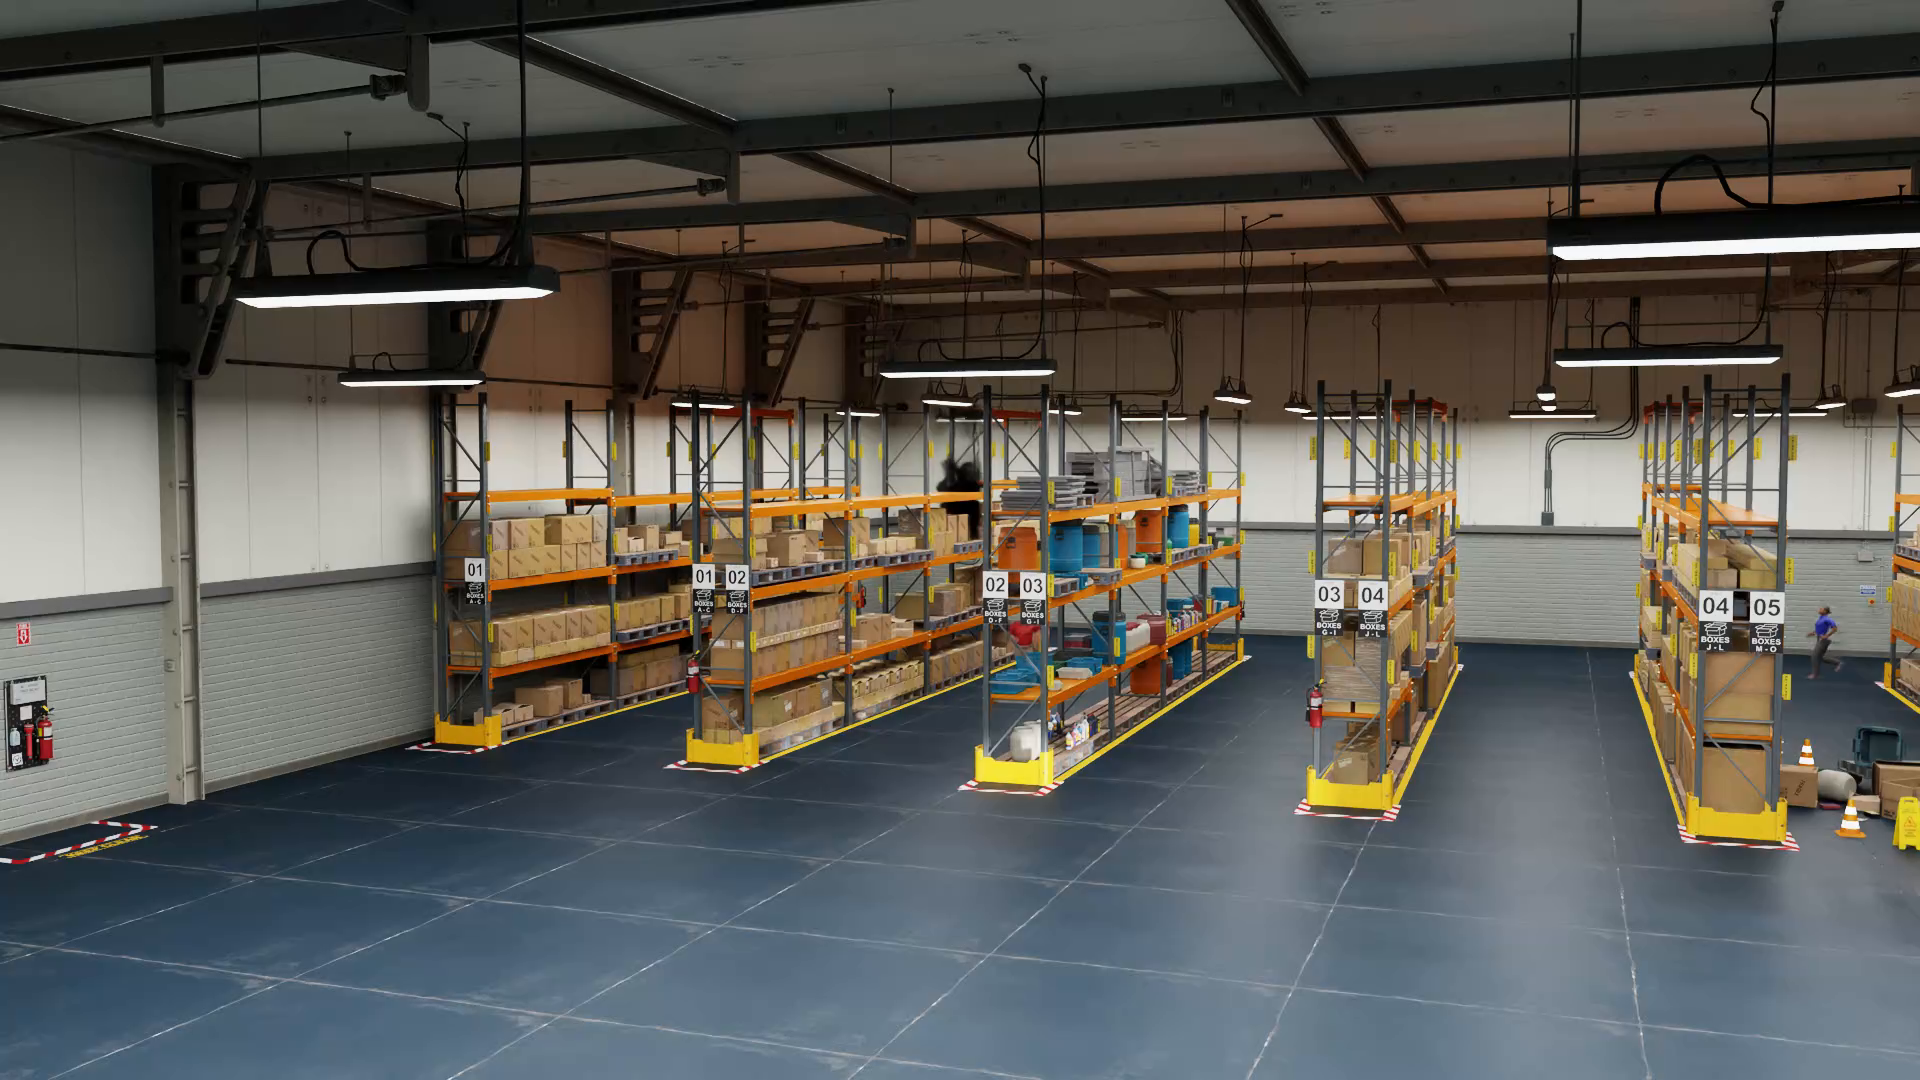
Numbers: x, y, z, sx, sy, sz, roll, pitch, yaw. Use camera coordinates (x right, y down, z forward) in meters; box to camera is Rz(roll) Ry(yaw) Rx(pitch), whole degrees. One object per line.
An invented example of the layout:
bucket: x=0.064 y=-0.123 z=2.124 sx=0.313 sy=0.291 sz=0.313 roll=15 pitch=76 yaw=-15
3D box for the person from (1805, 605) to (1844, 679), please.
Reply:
person: x=19.069 y=2.252 z=36.627 sx=0.791 sy=1.649 sz=0.578 roll=1 pitch=3 yaw=12

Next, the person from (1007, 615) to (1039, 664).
person: x=1.290 y=2.325 z=34.304 sx=0.642 sy=1.781 sz=0.812 roll=1 pitch=3 yaw=10
